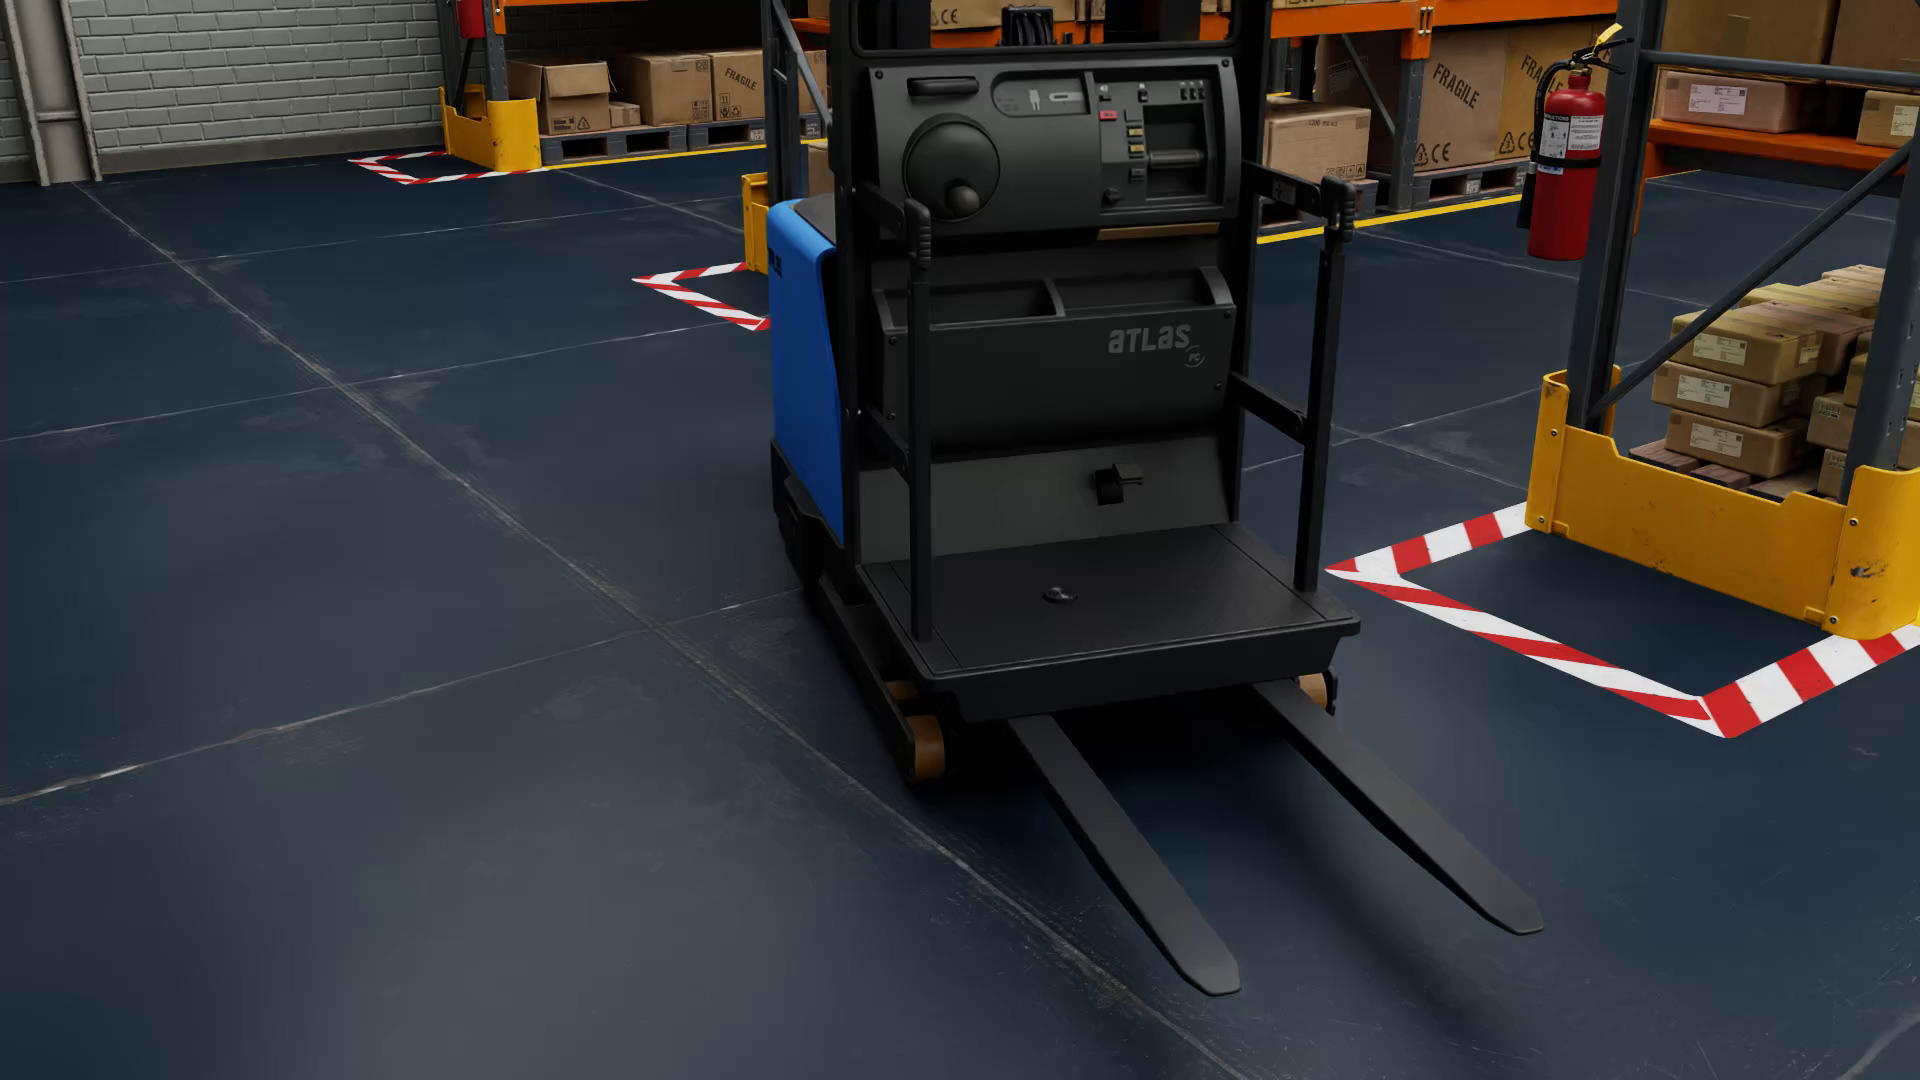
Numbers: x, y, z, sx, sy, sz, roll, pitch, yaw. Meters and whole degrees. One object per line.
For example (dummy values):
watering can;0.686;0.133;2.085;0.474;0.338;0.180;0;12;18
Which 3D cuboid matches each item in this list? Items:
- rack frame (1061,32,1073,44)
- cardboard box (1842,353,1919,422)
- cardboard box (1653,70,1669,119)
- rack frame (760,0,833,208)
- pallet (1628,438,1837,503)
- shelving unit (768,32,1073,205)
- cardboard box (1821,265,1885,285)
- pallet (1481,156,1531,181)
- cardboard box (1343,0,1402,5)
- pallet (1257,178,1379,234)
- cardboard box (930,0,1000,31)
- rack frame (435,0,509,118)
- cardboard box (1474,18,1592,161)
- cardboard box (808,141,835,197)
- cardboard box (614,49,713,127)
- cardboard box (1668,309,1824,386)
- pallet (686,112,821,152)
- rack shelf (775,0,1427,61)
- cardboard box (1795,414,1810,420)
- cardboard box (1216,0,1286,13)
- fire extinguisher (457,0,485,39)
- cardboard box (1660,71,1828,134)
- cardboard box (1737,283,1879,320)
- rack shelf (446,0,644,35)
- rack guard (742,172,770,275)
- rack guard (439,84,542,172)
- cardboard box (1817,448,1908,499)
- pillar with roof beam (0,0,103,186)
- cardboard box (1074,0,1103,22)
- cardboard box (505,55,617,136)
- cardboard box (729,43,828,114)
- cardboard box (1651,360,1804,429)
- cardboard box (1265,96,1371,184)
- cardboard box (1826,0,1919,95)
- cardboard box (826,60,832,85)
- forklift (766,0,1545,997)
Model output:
rack frame;0.421;-0.972;5.808;0.032;1.500;0.500;-5;22;-12
cardboard box;2.895;-0.454;4.965;0.250;0.149;0.380;-16;27;-35
cardboard box;5.183;-3.578;12.617;0.875;0.875;0.875;-15;26;-33
rack frame;-0.702;-2.763;8.274;0.127;3.000;1.000;-15;26;-33
pallet;3.013;-0.182;5.569;1.213;0.211;1.003;-15;26;-33
shelving unit;-0.083;-0.928;5.699;1.083;1.500;0.587;-5;22;-12
cardboard box;3.359;-0.877;6.025;0.250;0.149;0.380;-14;26;-31
pallet;4.119;-2.789;12.101;1.213;0.211;1.003;-15;26;-33
cardboard box;2.318;-3.498;9.981;0.500;0.500;0.500;-15;26;-32
pallet;1.882;-2.193;10.607;1.213;0.211;1.003;-15;26;-33
cardboard box;-0.145;-2.827;8.299;0.500;0.500;0.500;-15;26;-33
rack frame;-3.604;-4.256;12.014;0.127;3.000;1.000;-15;26;-33
cardboard box;3.730;-3.193;11.652;0.875;0.875;0.875;-14;26;-31
cardboard box;-0.225;-1.941;9.104;0.875;0.438;0.875;-16;27;-35
cardboard box;-2.335;-3.567;13.094;0.500;0.500;0.700;-14;26;-31
cardboard box;2.553;-0.634;5.415;0.250;0.149;0.380;-15;26;-32
pallet;-1.906;-3.412;13.663;1.213;0.211;1.003;-15;26;-33
rack shelf;0.922;-2.862;9.492;4.000;0.370;1.077;-15;26;-33
cardboard box;2.726;-0.430;5.706;0.250;0.149;0.380;-14;26;-31
cardboard box;1.504;-3.272;9.414;0.500;0.500;0.500;-15;26;-34
fire extinguisher;-3.453;-3.876;11.669;0.183;0.674;0.296;-15;26;-33
cardboard box;2.371;-1.335;5.033;0.250;0.149;0.380;-15;26;-33
cardboard box;2.926;-0.765;5.744;0.250;0.149;0.380;-16;27;-34
rack shelf;-1.980;-4.354;13.232;4.000;0.370;1.077;-15;26;-33
rack guard;-0.721;-1.597;8.724;0.348;0.500;1.175;-15;26;-33
rack guard;-3.542;-3.111;12.518;0.348;0.500;1.175;-15;26;-33
cardboard box;2.883;-0.184;5.090;0.250;0.149;0.380;-14;26;-32
pillar with roof beam;-3.805;-5.434;6.873;0.400;9.000;9.100;-15;26;-33
cardboard box;0.673;-3.050;8.857;0.500;0.500;0.500;-15;26;-33
cardboard box;-3.052;-3.395;12.659;0.637;0.503;0.797;-16;27;-35
cardboard box;-1.493;-3.792;13.657;0.500;0.500;0.700;-16;27;-35
cardboard box;2.533;-0.505;5.493;0.250;0.149;0.380;-16;27;-34
cardboard box;1.973;-2.530;10.581;0.875;0.438;0.875;-15;26;-34
cardboard box;2.797;-1.494;4.558;0.500;0.500;0.500;-14;25;-30
cardboard box;-1.031;-3.996;14.424;0.500;0.311;0.500;-14;26;-31
forklift;0.305;-0.948;3.818;1.130;2.935;3.031;-6;23;-16
